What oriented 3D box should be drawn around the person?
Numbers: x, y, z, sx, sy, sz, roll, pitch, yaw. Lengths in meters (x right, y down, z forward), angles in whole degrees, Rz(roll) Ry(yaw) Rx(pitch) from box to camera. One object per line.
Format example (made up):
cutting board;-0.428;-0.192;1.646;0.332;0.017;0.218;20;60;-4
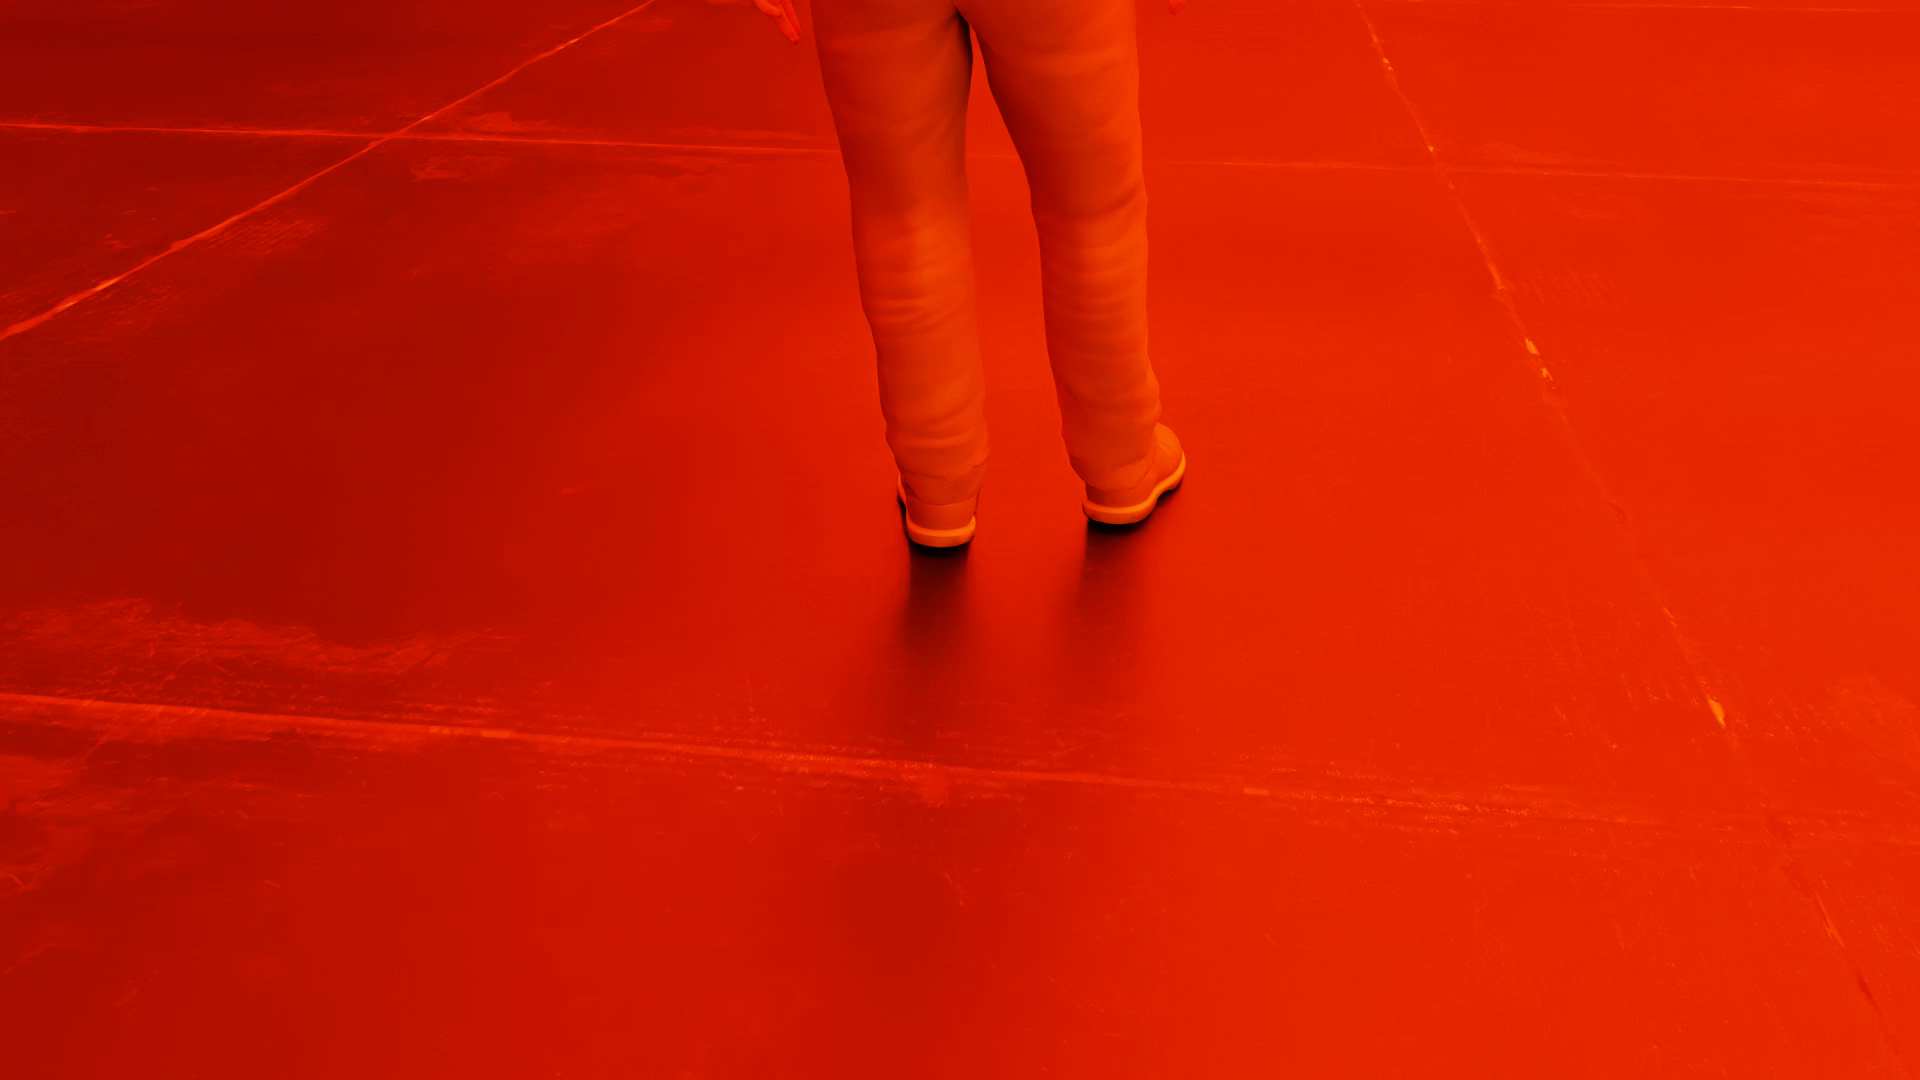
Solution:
person;0.024;-0.819;2.189;0.640;1.727;0.551;3;27;7
